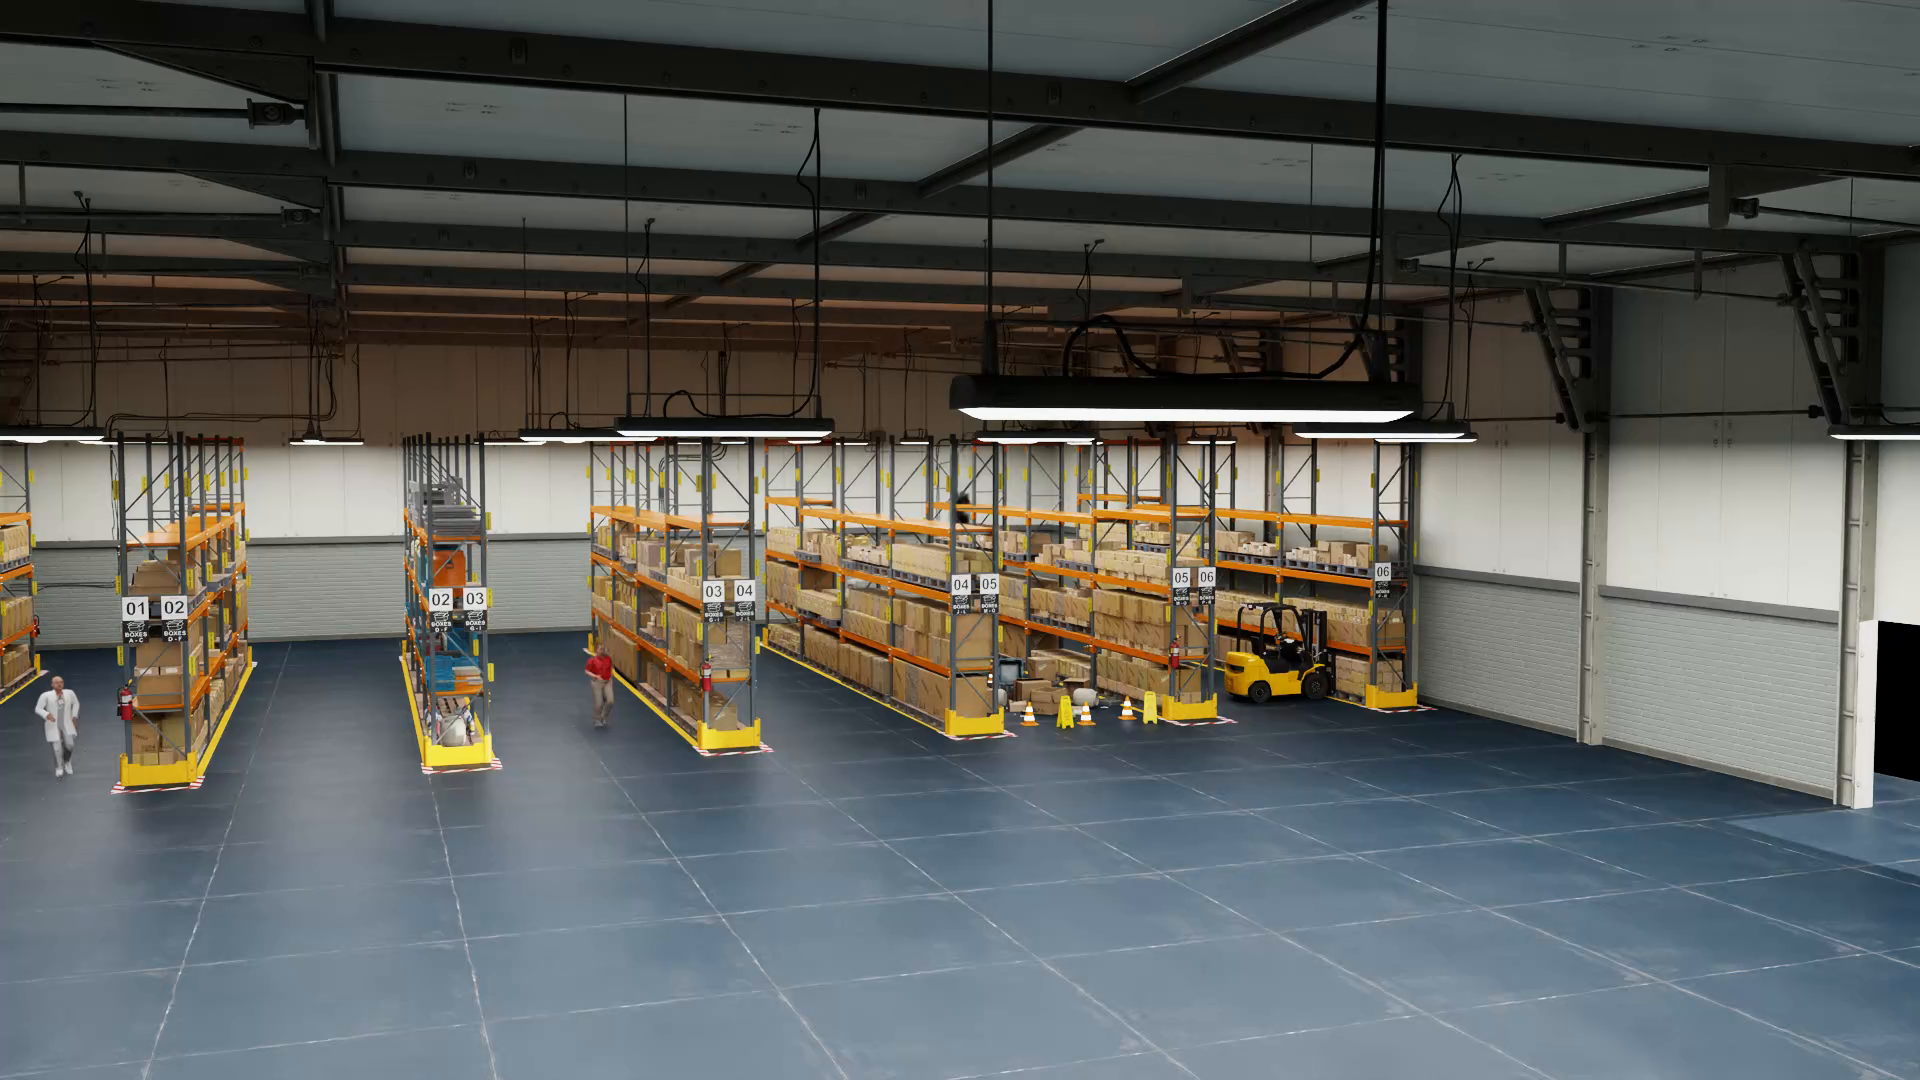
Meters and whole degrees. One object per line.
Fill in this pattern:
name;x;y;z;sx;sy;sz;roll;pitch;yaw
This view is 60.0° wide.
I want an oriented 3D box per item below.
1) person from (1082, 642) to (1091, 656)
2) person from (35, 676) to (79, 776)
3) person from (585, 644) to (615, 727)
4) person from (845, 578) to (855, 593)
person;3.462;2.312;45.871;0.654;1.744;0.494;-2;4;-27
person;-15.645;3.242;28.883;0.717;1.746;0.654;-2;4;-38
person;-7.325;2.992;34.001;0.662;1.715;0.643;-2;4;-34
person;-3.111;1.954;47.232;0.644;1.779;0.595;-1;3;-18
